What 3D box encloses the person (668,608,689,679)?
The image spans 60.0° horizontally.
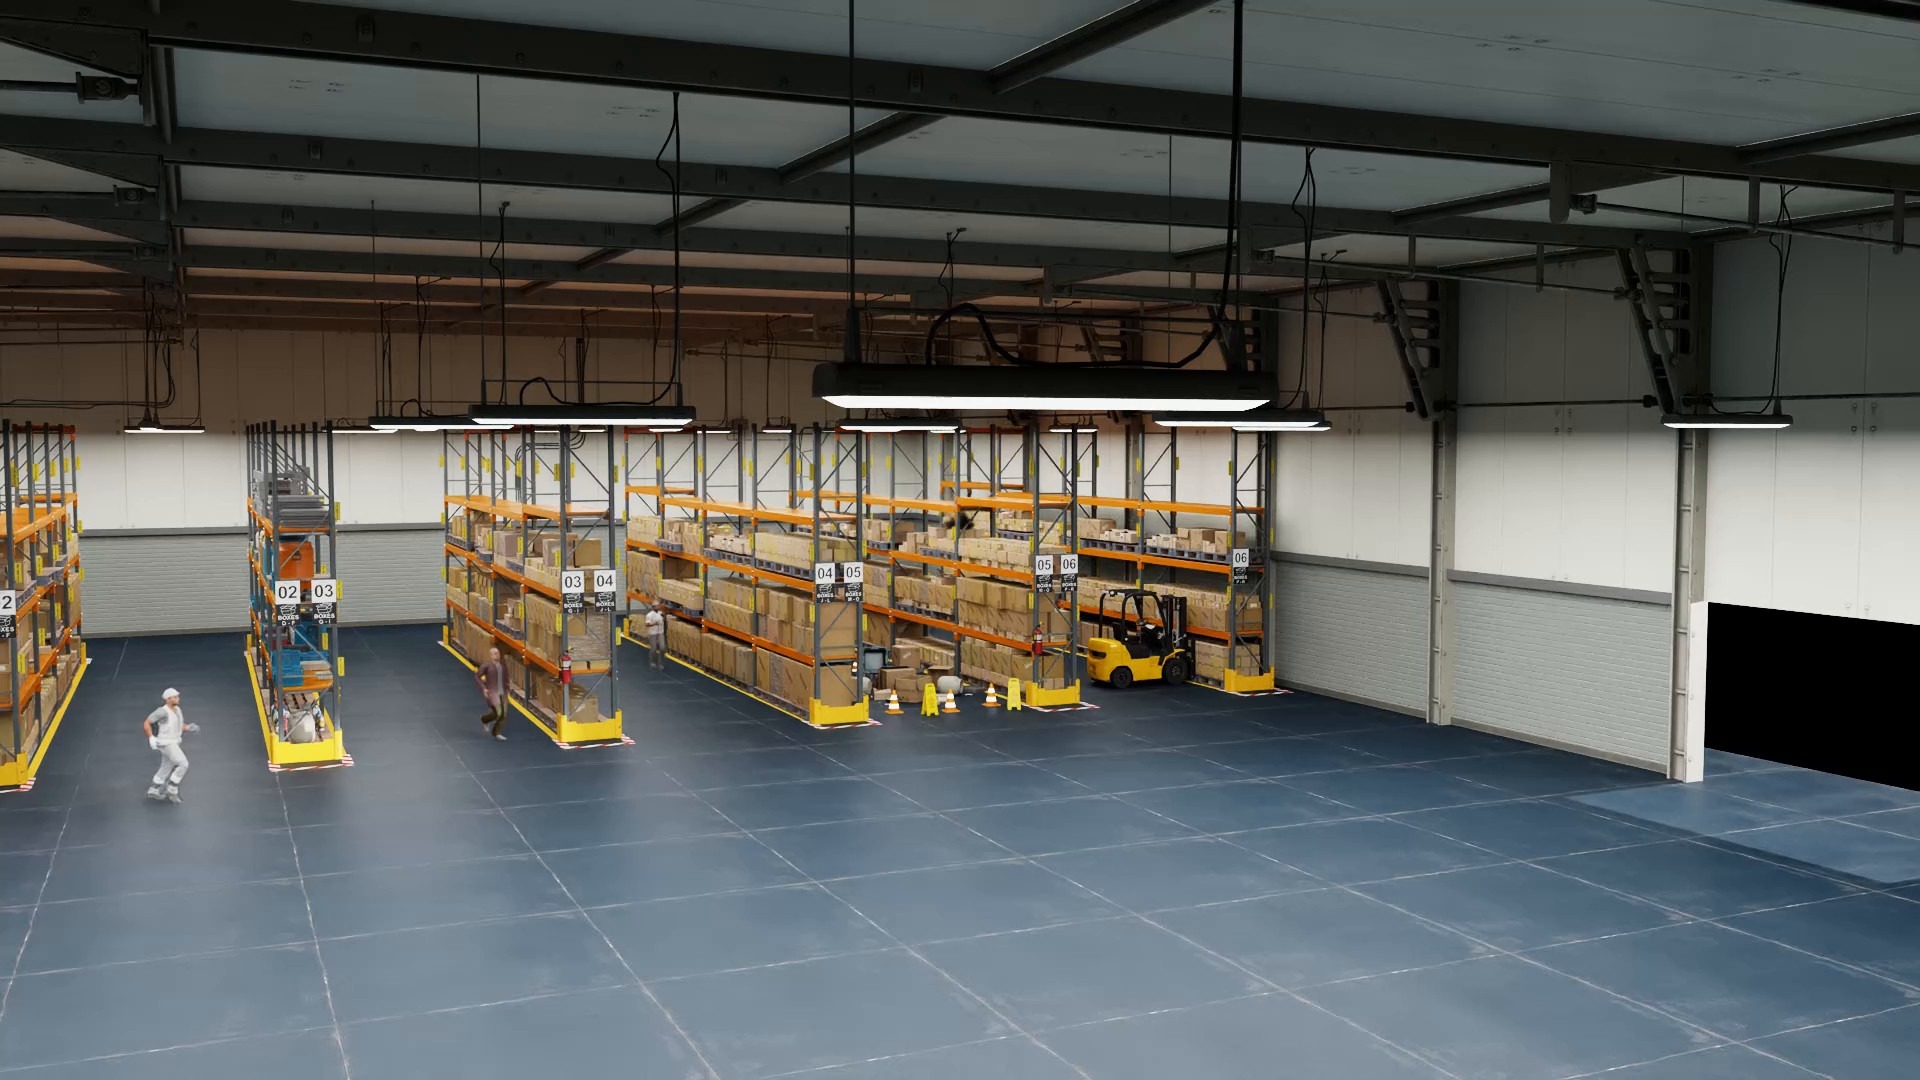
[{"bbox_3d":[-6.595,2.440,39.140,0.541,1.690,0.671,-2,4,-29],"label":"person"}]

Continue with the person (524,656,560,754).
[{"bbox_3d":[-7.545,3.000,30.151,0.702,1.712,0.749,3,5,44],"label":"person"}]

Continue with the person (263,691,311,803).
[{"bbox_3d":[-10.420,3.223,25.869,0.598,1.744,0.646,0,4,-2],"label":"person"}]
